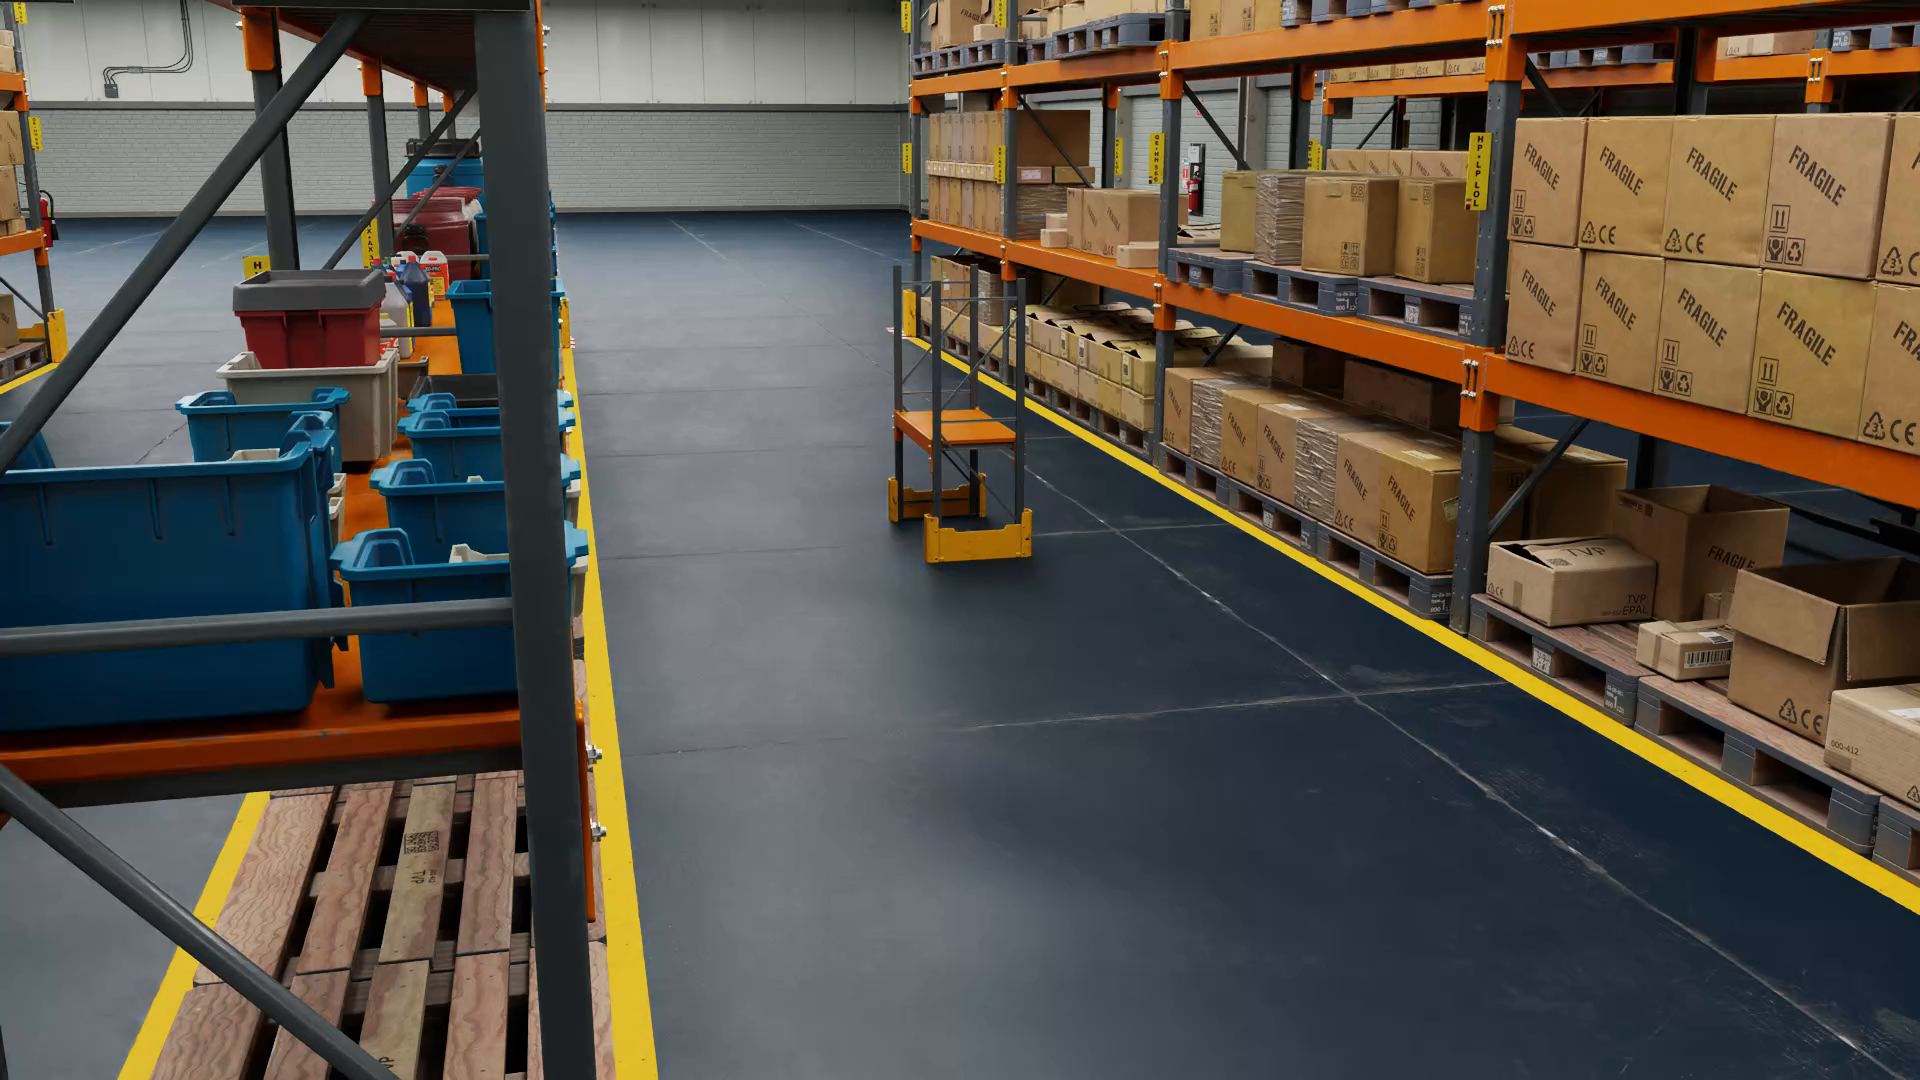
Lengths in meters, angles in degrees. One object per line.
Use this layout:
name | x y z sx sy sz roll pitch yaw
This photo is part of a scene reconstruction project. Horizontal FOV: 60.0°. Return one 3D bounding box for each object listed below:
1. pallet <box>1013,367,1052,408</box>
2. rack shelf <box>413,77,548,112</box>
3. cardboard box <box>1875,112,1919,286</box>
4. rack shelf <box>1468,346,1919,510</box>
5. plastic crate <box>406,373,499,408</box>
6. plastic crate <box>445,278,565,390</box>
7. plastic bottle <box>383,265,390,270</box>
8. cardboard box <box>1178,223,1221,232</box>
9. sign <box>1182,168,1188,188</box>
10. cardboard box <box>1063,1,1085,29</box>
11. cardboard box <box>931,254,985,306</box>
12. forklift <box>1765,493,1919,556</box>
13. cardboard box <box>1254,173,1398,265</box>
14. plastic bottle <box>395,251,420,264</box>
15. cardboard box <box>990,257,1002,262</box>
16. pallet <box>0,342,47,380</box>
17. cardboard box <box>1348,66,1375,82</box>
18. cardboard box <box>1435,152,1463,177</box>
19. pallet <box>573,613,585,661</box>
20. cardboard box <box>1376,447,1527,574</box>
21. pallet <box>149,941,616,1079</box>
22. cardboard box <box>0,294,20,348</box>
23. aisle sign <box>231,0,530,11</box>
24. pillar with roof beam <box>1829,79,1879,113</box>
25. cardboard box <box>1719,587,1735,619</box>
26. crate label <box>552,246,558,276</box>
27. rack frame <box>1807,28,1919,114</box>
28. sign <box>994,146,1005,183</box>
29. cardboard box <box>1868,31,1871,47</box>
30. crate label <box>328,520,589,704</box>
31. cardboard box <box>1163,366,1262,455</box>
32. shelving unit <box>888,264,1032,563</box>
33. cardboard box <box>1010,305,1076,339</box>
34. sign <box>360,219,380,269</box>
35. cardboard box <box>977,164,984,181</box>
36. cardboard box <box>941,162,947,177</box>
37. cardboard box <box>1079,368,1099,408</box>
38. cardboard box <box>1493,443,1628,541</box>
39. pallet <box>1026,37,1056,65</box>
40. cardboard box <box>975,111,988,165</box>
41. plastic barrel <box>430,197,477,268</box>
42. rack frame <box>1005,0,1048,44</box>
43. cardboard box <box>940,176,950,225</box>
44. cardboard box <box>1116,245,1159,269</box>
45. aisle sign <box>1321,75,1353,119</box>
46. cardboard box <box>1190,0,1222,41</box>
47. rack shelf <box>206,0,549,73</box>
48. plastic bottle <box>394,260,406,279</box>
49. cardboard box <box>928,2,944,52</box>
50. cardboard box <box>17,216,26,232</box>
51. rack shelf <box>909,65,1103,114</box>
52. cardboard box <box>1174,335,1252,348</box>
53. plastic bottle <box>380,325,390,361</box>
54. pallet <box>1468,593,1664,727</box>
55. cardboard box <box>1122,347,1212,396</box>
pallet | 1.103 -1.379 14.627 1.003 0.211 1.213 -3 14 -13
rack shelf | -4.394 -4.195 15.474 1.077 0.370 4.000 -3 14 -13
cardboard box | 3.092 -0.991 4.844 0.500 0.500 0.500 -3 14 -12
rack shelf | 3.240 -0.245 5.625 1.077 0.370 4.000 -3 14 -13
plastic crate | -1.521 -0.433 5.332 0.437 0.125 0.590 -3 14 -13
plastic crate | -1.604 -0.713 5.934 0.392 0.384 0.575 -3 14 -13
plastic bottle | -3.002 -1.304 8.715 0.097 0.271 0.097 0 14 0
cardboard box | 1.809 -2.152 12.105 0.500 0.311 0.500 -3 14 -14
sign | 3.790 -6.095 27.979 0.001 0.329 0.234 -3 14 -13
cardboard box | 1.159 -4.220 13.492 0.500 0.250 0.500 -5 15 -19
cardboard box | -0.019 -2.805 17.918 0.500 0.500 0.500 -3 14 -13
forklift | 5.223 -1.112 7.802 1.130 2.935 3.031 -3 14 -12
cardboard box | 2.118 -1.871 9.668 0.700 0.500 0.500 -1 14 -3
plastic bottle | -3.197 -1.525 9.611 0.152 0.276 0.135 -3 14 -13
cardboard box | 0.617 -2.720 17.568 0.500 0.500 0.500 -3 14 -13
pallet | -9.504 -1.711 15.987 1.003 0.211 1.213 -3 14 -13
cardboard box | 4.694 -5.400 18.635 0.500 0.500 0.500 -2 14 -9
cardboard box | 5.172 -3.686 16.888 0.500 0.500 0.500 -3 14 -14
pallet | -2.186 0.394 7.371 1.003 0.211 1.213 -3 14 -13
cardboard box | 2.376 -0.153 8.073 0.500 0.500 0.500 -3 14 -13
pallet | -1.262 1.304 3.643 1.003 0.211 1.213 -3 14 -13
cardboard box | -9.547 -2.118 16.156 0.500 0.500 0.500 -1 14 -3
aisle sign | -0.800 -1.121 2.216 0.394 0.787 0.004 -3 14 -13
pillar with roof beam | 2.996 -5.278 12.070 9.100 9.000 0.400 -3 14 -13
cardboard box | 3.356 0.325 6.514 0.500 0.311 0.500 -3 14 -13
crate label | -2.719 -1.740 10.582 0.303 0.233 0.416 -3 14 -13
rack frame | 6.645 -2.256 12.339 1.000 3.000 0.127 -3 14 -13
sign | 0.353 -3.329 14.742 0.100 0.325 0.005 -3 14 -13
cardboard box | 6.700 -3.950 12.701 0.500 0.500 0.500 -3 14 -13
crate label | -0.844 0.119 2.846 0.416 0.233 0.303 -3 14 -13
cardboard box | 1.660 -0.857 10.955 0.500 0.500 0.500 -3 14 -11
shelving unit | -0.018 -0.746 9.321 0.587 1.500 1.083 -3 14 -13
cardboard box | 0.747 -1.933 14.745 0.500 0.311 0.500 -3 14 -13
sign | -3.518 -1.750 9.927 0.100 0.325 0.005 -3 14 -13
cardboard box | 0.382 -3.551 16.063 0.380 0.149 0.250 -3 14 -13
cardboard box | 0.014 -3.909 17.528 0.380 0.149 0.250 -4 14 -14
cardboard box | 1.231 -1.190 12.884 0.500 0.250 0.500 -3 14 -12
cardboard box | 2.894 -0.180 8.185 0.500 0.500 0.500 -4 14 -16
pallet | 1.111 -4.063 13.819 0.805 0.209 1.217 -4 14 -15
cardboard box | 0.544 -3.914 16.184 0.700 0.500 0.500 -3 14 -13
plastic barrel | -3.533 -2.080 11.386 0.421 0.512 0.421 0 14 0
rack frame | 0.892 -5.816 14.270 1.000 3.000 0.127 -3 14 -13
cardboard box | 0.177 -3.643 17.809 0.700 0.500 0.500 -3 14 -12
cardboard box | 1.351 -2.049 12.021 0.380 0.149 0.250 -3 14 -13
aisle sign | 4.458 -5.364 19.584 0.394 0.787 0.004 -3 14 -13
cardboard box | 1.966 -3.386 10.433 0.910 0.500 0.500 -3 14 -13
rack shelf | -1.575 -1.427 4.143 1.077 0.370 4.000 -3 14 -13
plastic bottle | -3.029 -1.391 9.073 0.097 0.271 0.097 0 14 0
cardboard box | 0.083 -5.471 17.781 0.797 0.503 0.637 -2 14 -9
cardboard box | -9.410 -3.097 16.311 0.380 0.149 0.250 -3 14 -13
rack shelf | 0.422 -4.470 16.600 1.077 0.370 4.000 -3 14 -13
cardboard box | 1.862 -1.377 12.471 0.500 0.311 0.500 -4 14 -15
plastic bottle | -2.335 -0.768 6.670 0.097 0.201 0.097 0 14 0
pallet | 2.931 0.457 7.111 1.003 0.211 1.213 -3 14 -13
cardboard box | 1.469 -1.226 11.854 0.500 0.311 0.500 -3 14 -12
